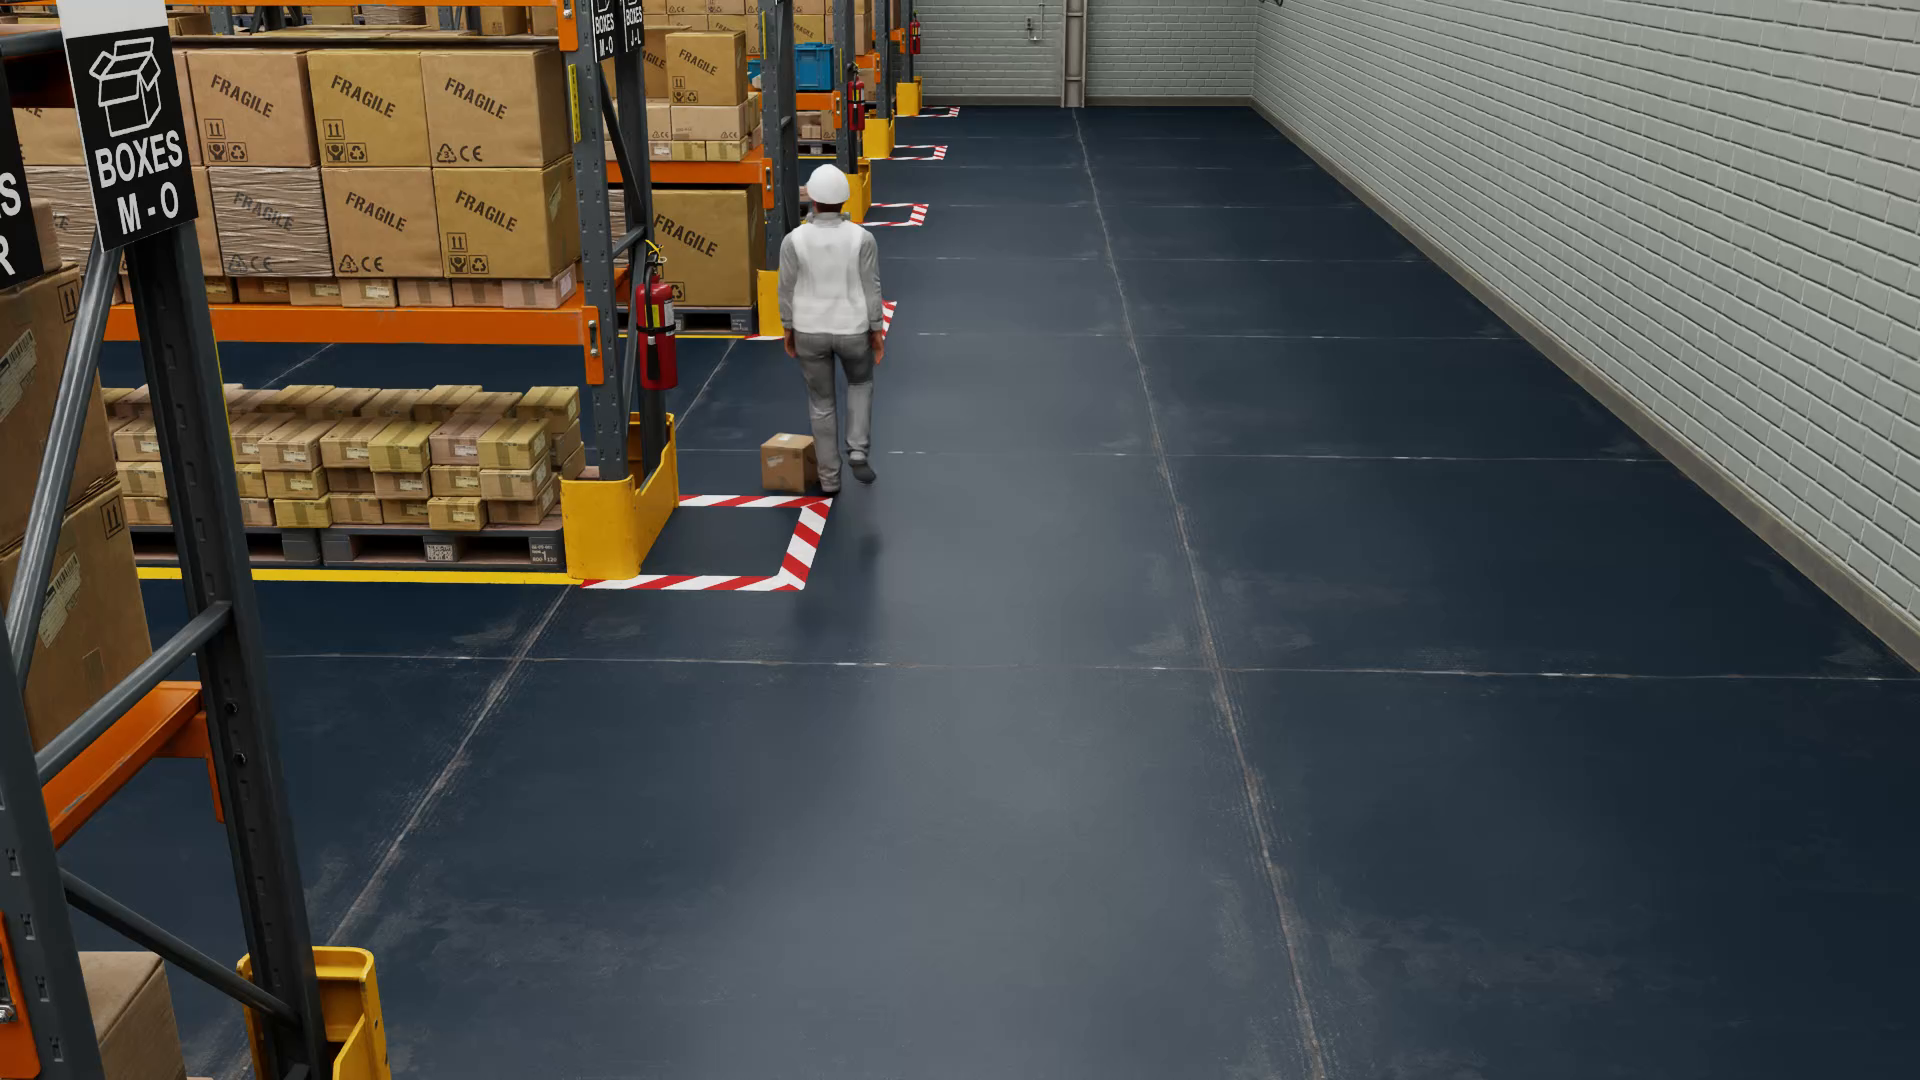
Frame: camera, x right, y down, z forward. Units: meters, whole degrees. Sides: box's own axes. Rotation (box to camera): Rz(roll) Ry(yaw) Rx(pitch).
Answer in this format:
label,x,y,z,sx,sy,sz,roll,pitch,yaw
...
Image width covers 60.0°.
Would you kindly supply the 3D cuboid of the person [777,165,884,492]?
label,x,y,z,sx,sy,sz,roll,pitch,yaw
person,-0.704,-1.144,9.046,0.564,1.794,0.497,-2,21,-6
